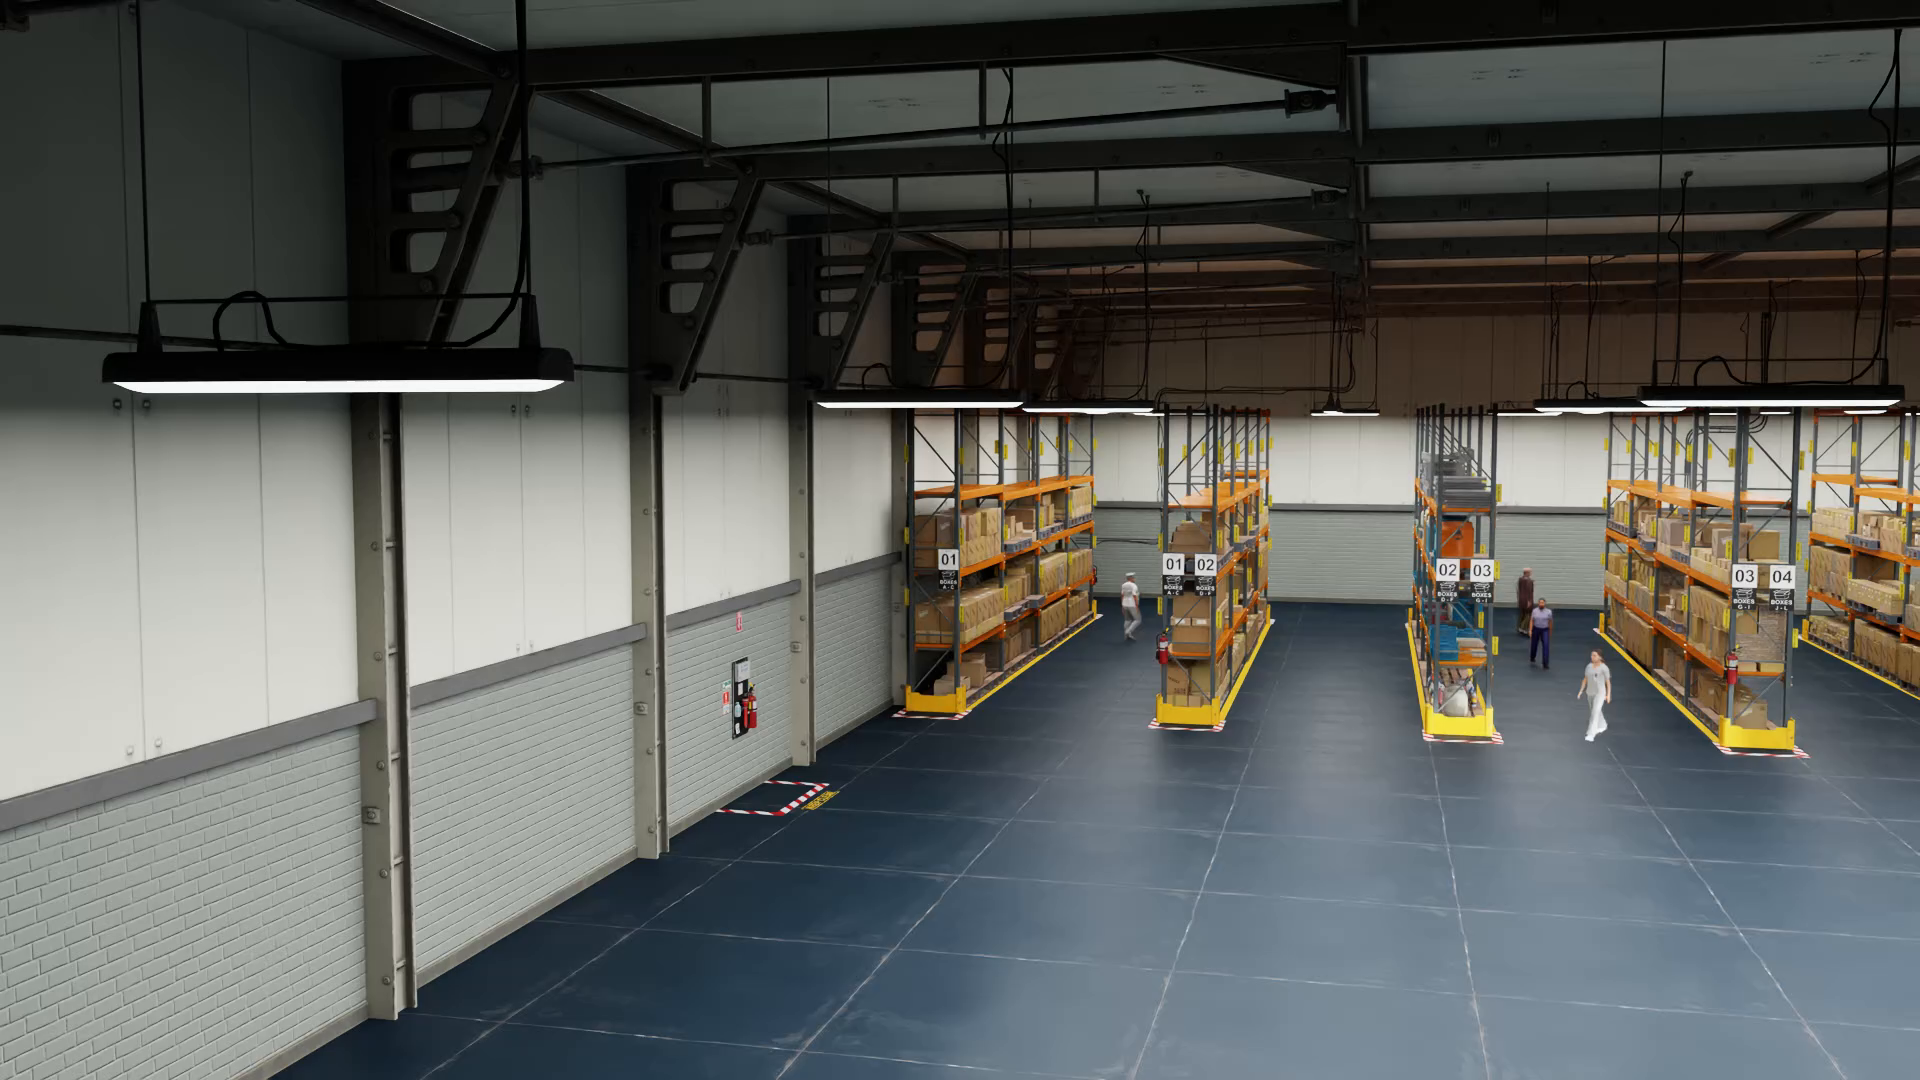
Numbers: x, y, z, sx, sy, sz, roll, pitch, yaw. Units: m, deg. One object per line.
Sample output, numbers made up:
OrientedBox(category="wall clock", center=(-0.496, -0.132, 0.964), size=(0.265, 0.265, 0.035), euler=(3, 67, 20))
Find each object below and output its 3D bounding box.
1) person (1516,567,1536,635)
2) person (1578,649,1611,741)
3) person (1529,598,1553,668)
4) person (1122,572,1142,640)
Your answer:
OrientedBox(category="person", center=(15.010, 1.687, 44.179), size=(0.477, 1.723, 0.622), euler=(-1, 4, -13))
OrientedBox(category="person", center=(11.361, 2.737, 29.694), size=(1.101, 1.609, 0.505), euler=(-4, 6, -44))
OrientedBox(category="person", center=(13.400, 2.116, 38.361), size=(0.534, 1.587, 1.043), euler=(1, 4, 13))
OrientedBox(category="person", center=(4.370, 1.712, 42.880), size=(0.494, 1.768, 0.560), euler=(-3, 5, -36))
